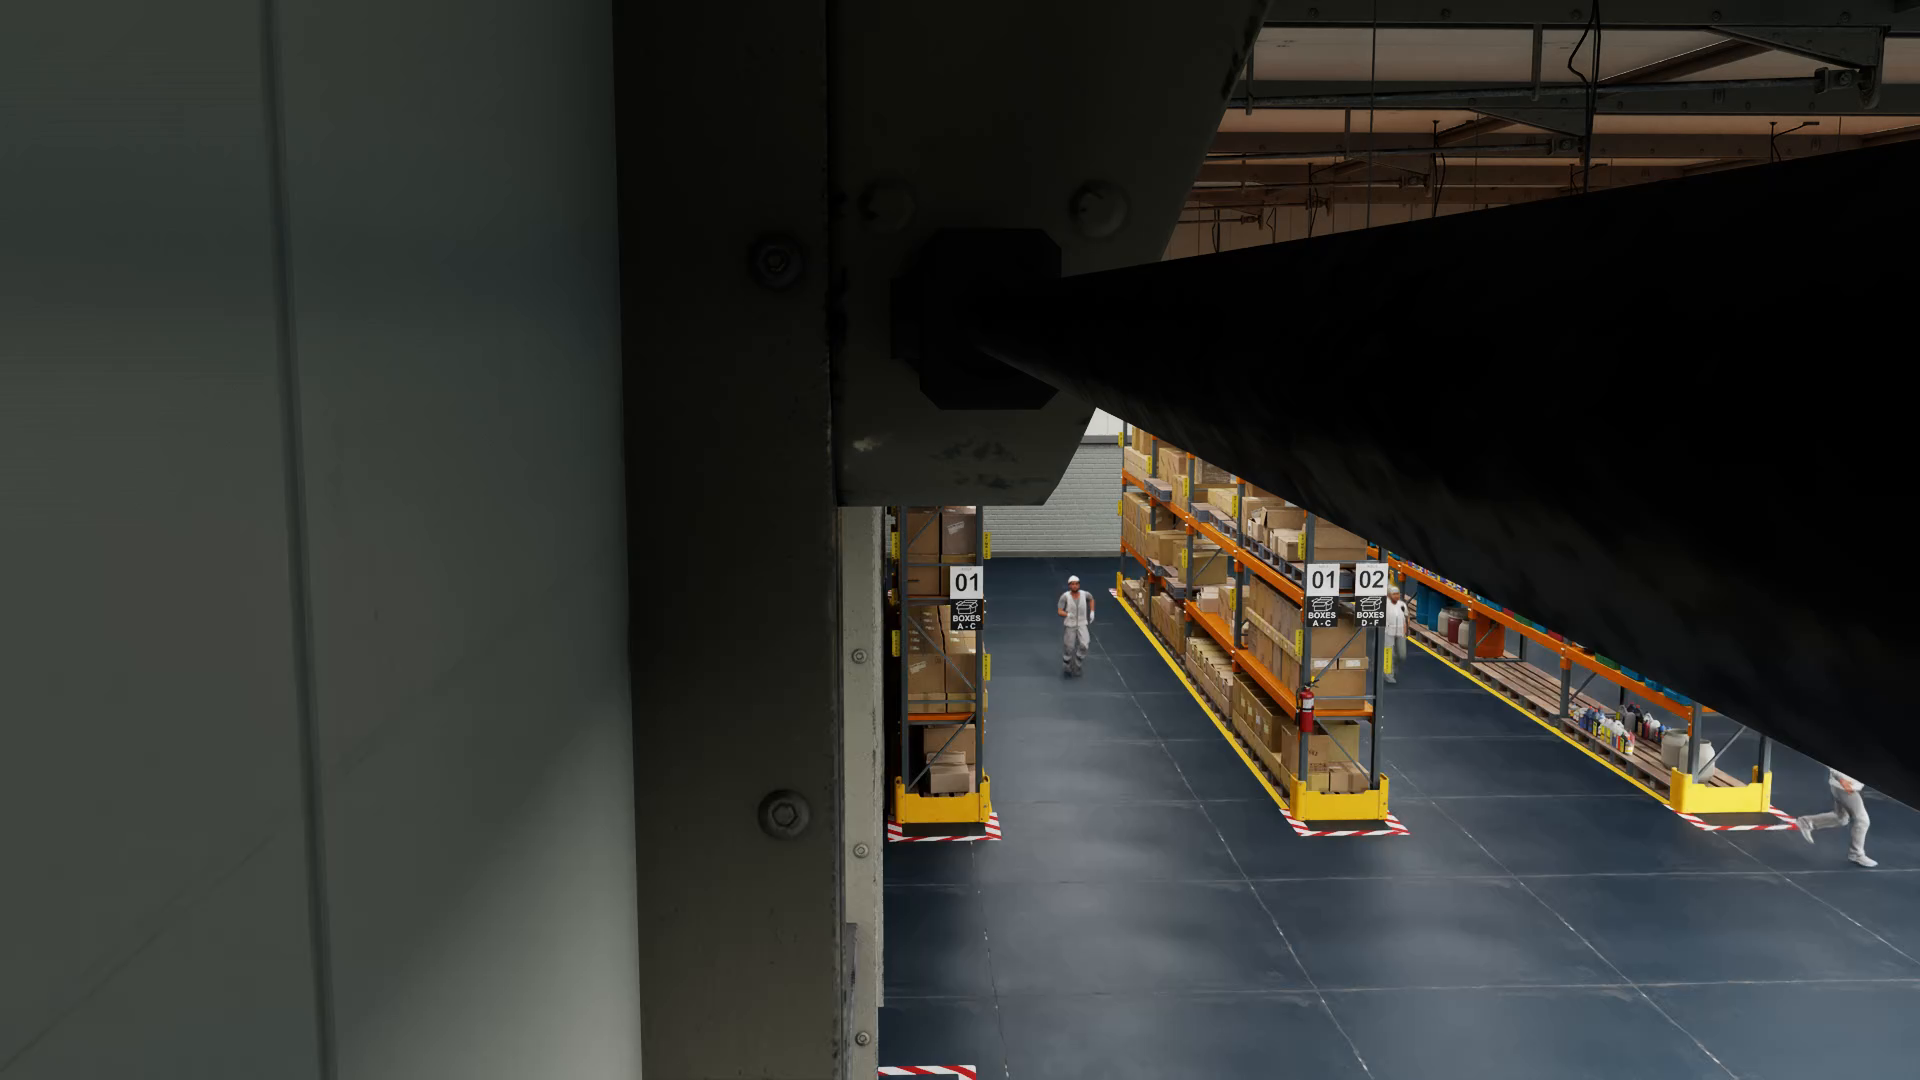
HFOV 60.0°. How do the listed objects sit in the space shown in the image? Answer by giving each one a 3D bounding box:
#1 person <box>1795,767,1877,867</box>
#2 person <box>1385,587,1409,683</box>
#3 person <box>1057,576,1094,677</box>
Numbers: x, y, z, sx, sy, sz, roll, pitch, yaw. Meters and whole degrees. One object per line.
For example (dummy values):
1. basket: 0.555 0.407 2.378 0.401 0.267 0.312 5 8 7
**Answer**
1. person: 10.098 2.807 19.051 0.855 1.756 0.641 6 10 35
2. person: 7.312 1.587 28.133 0.605 1.615 0.578 -1 8 -5
3. person: 1.985 1.469 28.304 0.675 1.748 0.852 -1 8 -5
